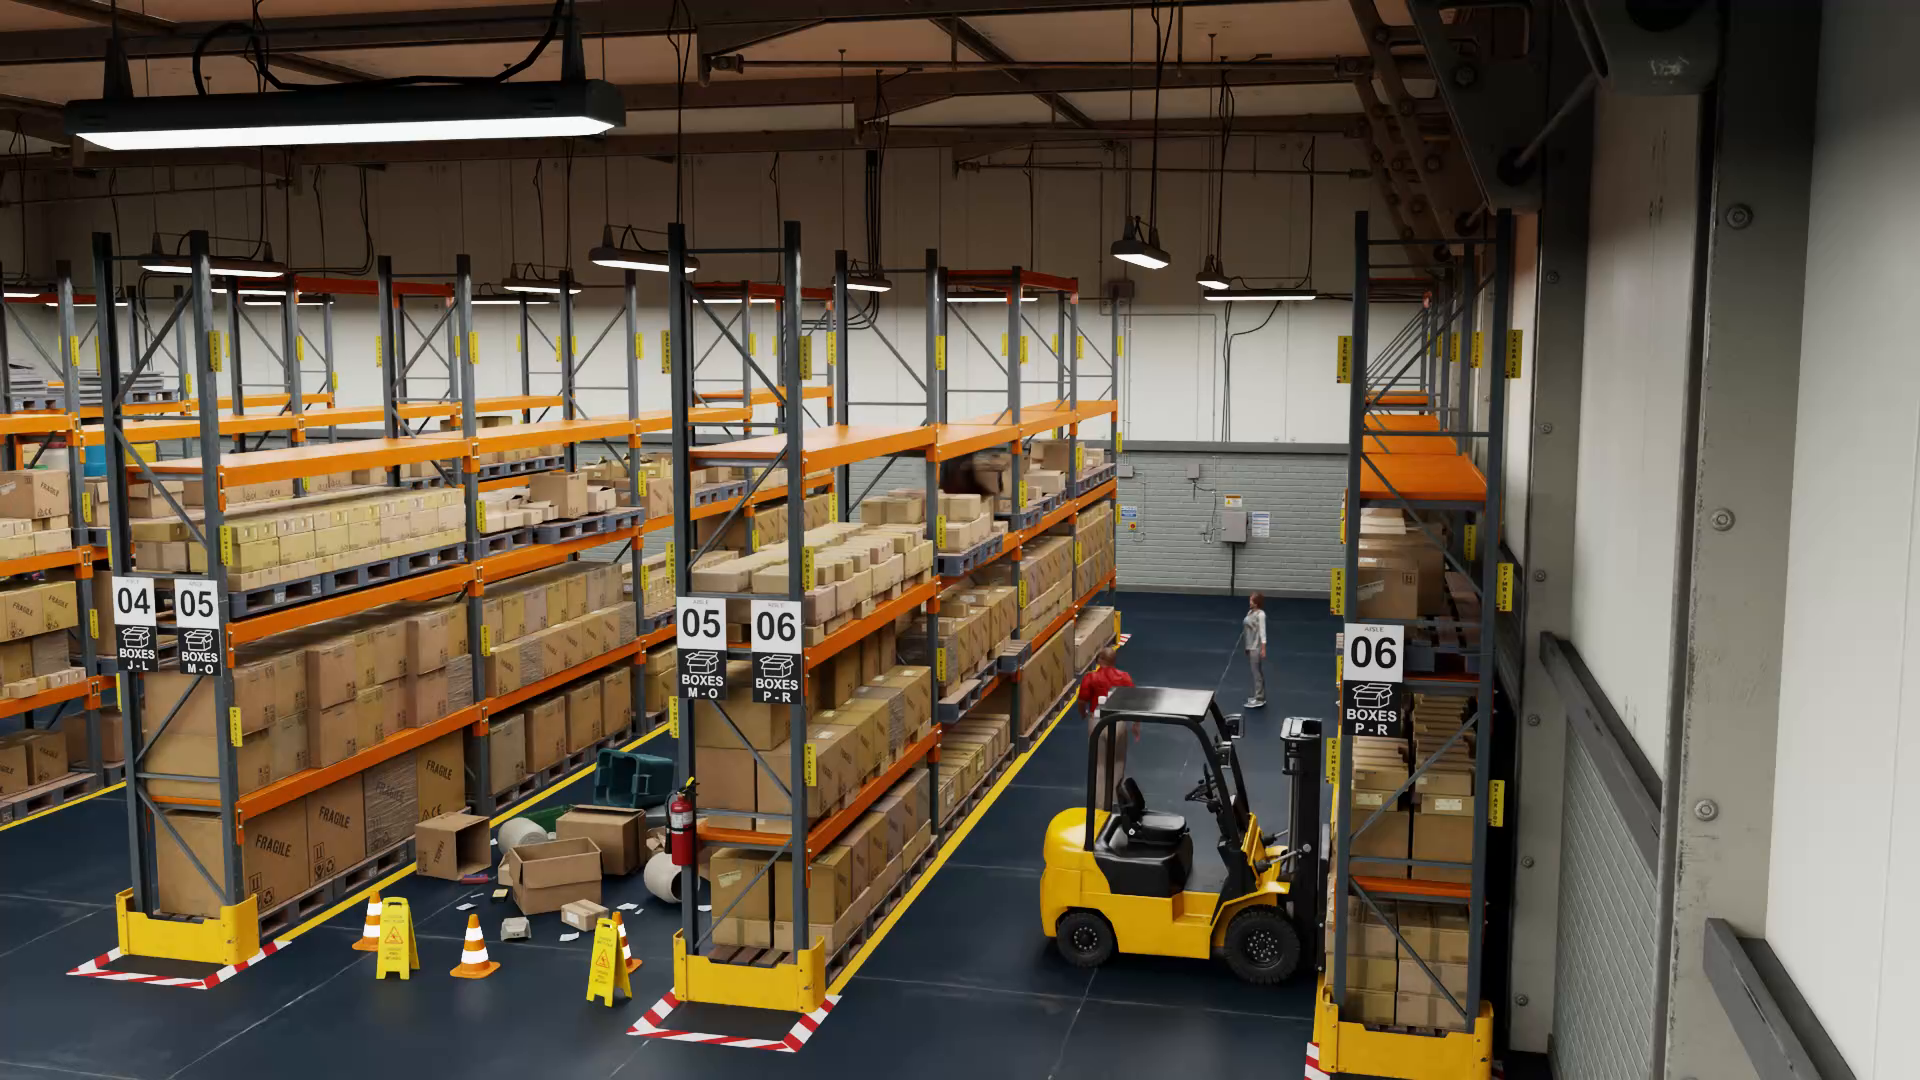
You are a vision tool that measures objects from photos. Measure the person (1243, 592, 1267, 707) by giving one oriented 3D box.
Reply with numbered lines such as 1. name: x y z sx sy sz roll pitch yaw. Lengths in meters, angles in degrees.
1. person: 4.140 1.532 23.347 0.346 1.601 0.465 1 7 5

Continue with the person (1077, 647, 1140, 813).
1. person: 1.532 2.008 17.149 0.652 1.814 0.693 1 7 12
